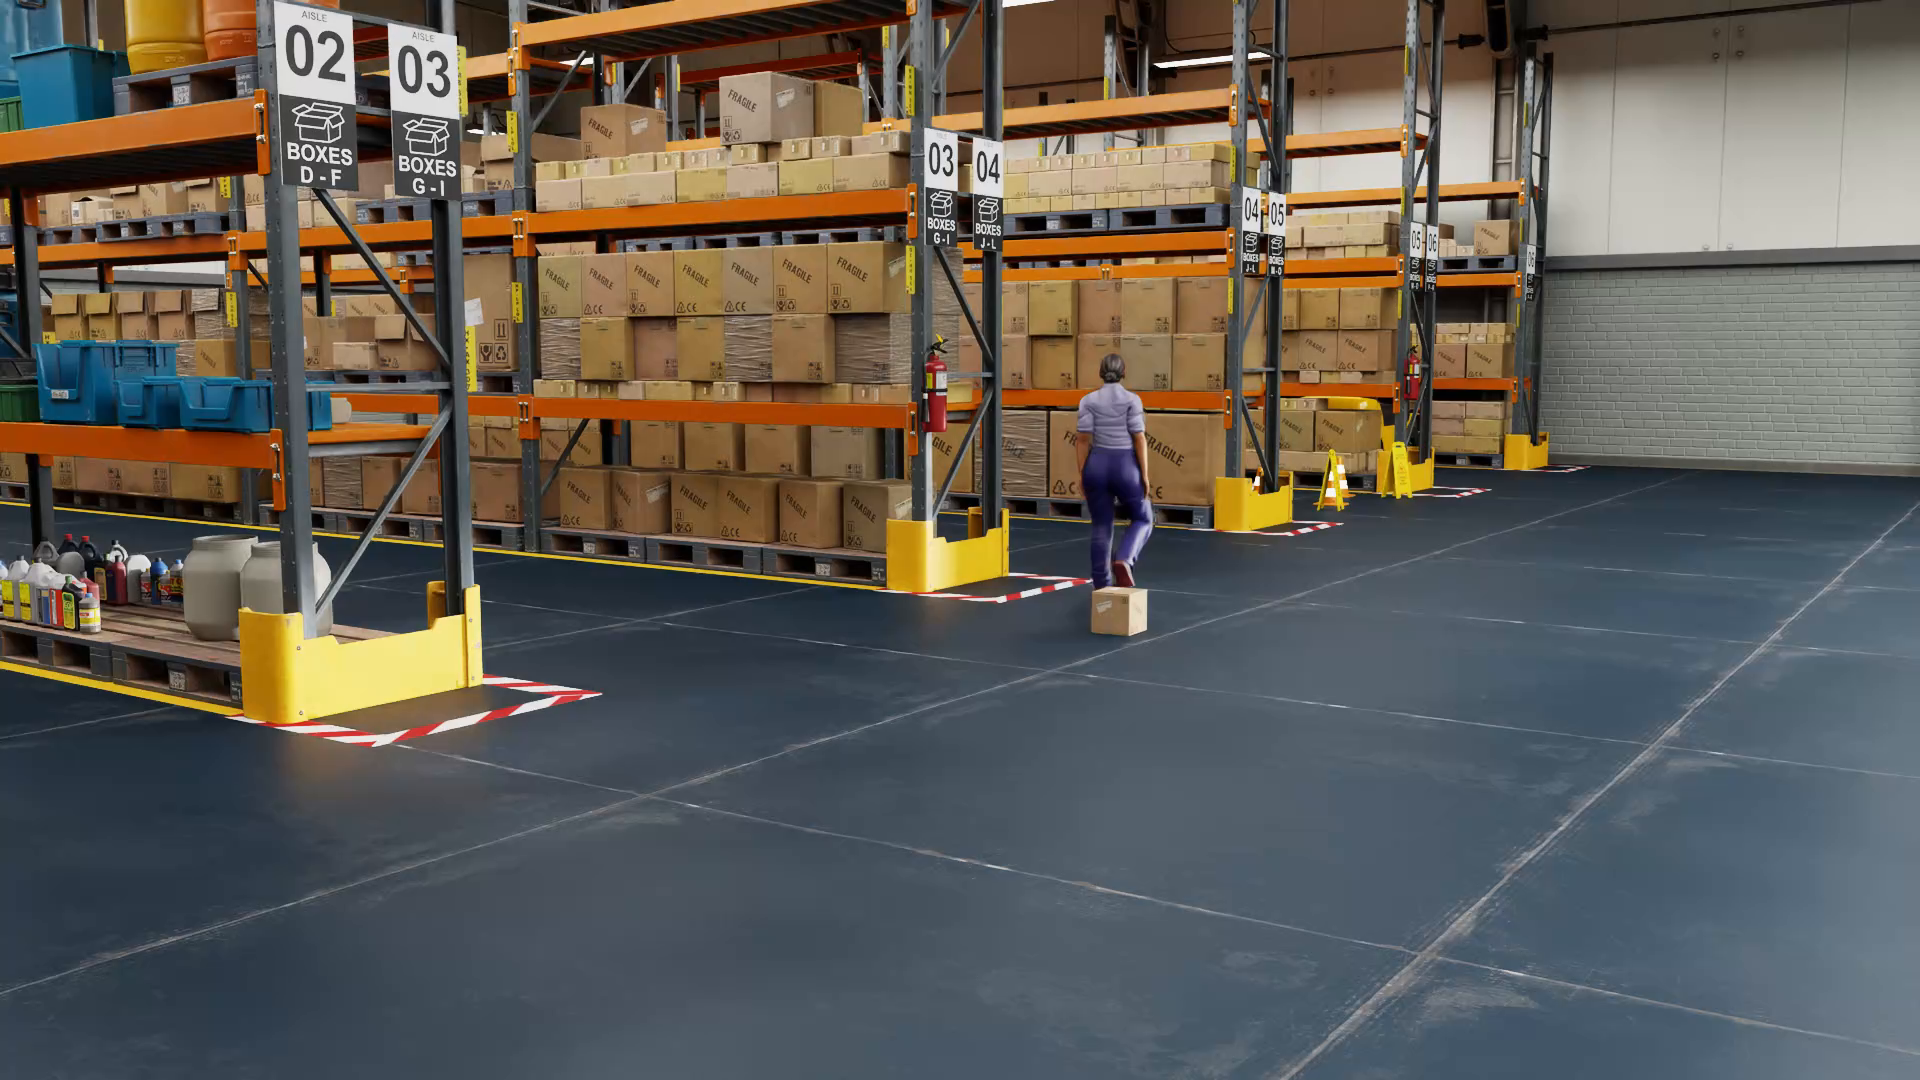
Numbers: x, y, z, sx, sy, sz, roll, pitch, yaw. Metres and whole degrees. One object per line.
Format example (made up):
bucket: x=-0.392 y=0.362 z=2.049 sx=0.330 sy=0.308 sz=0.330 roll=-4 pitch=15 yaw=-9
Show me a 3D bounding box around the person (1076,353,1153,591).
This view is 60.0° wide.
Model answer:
person: x=1.032 y=-0.419 z=11.163 sx=0.503 sy=1.628 sz=0.479 roll=2 pitch=7 yaw=21
